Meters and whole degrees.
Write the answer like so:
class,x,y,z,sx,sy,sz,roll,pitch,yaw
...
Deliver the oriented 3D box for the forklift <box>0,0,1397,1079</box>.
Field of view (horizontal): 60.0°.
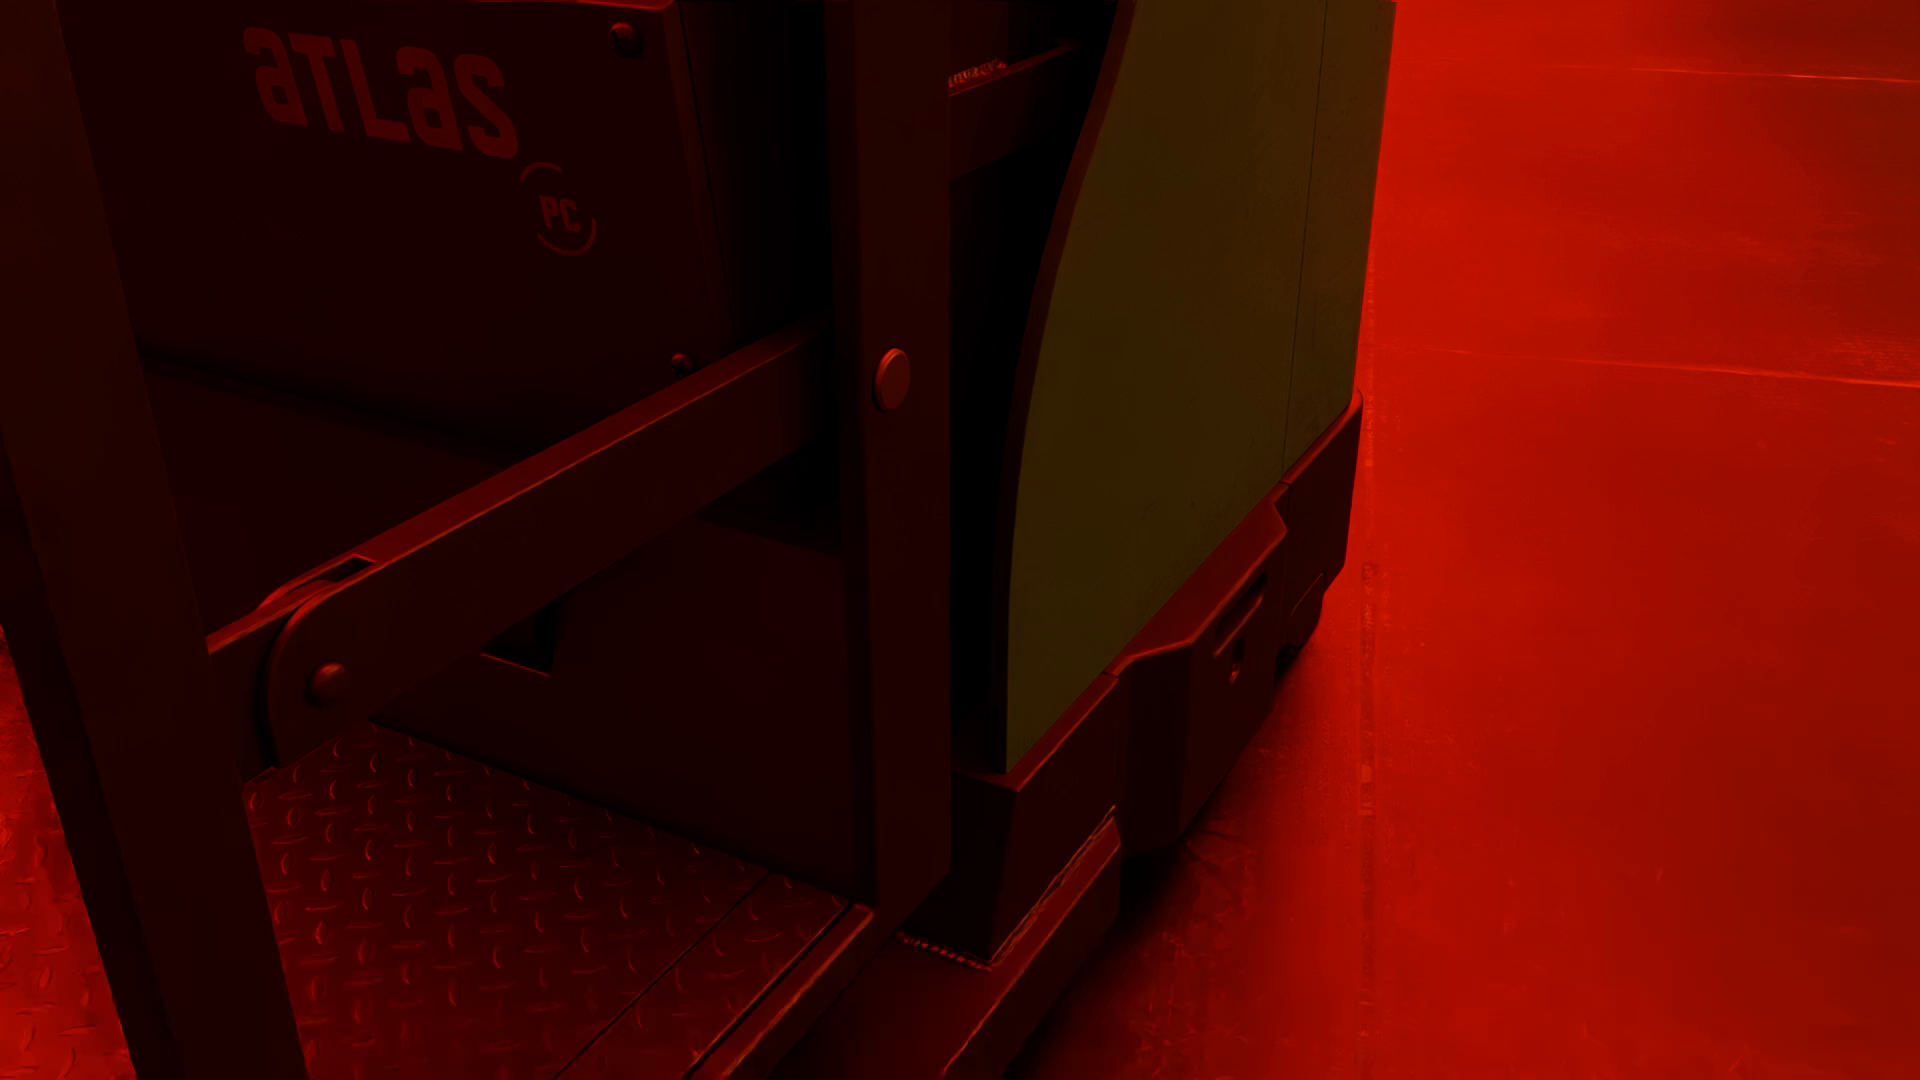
class,x,y,z,sx,sy,sz,roll,pitch,yaw
forklift,-0.629,-0.764,0.761,1.130,2.935,3.031,14,30,26
